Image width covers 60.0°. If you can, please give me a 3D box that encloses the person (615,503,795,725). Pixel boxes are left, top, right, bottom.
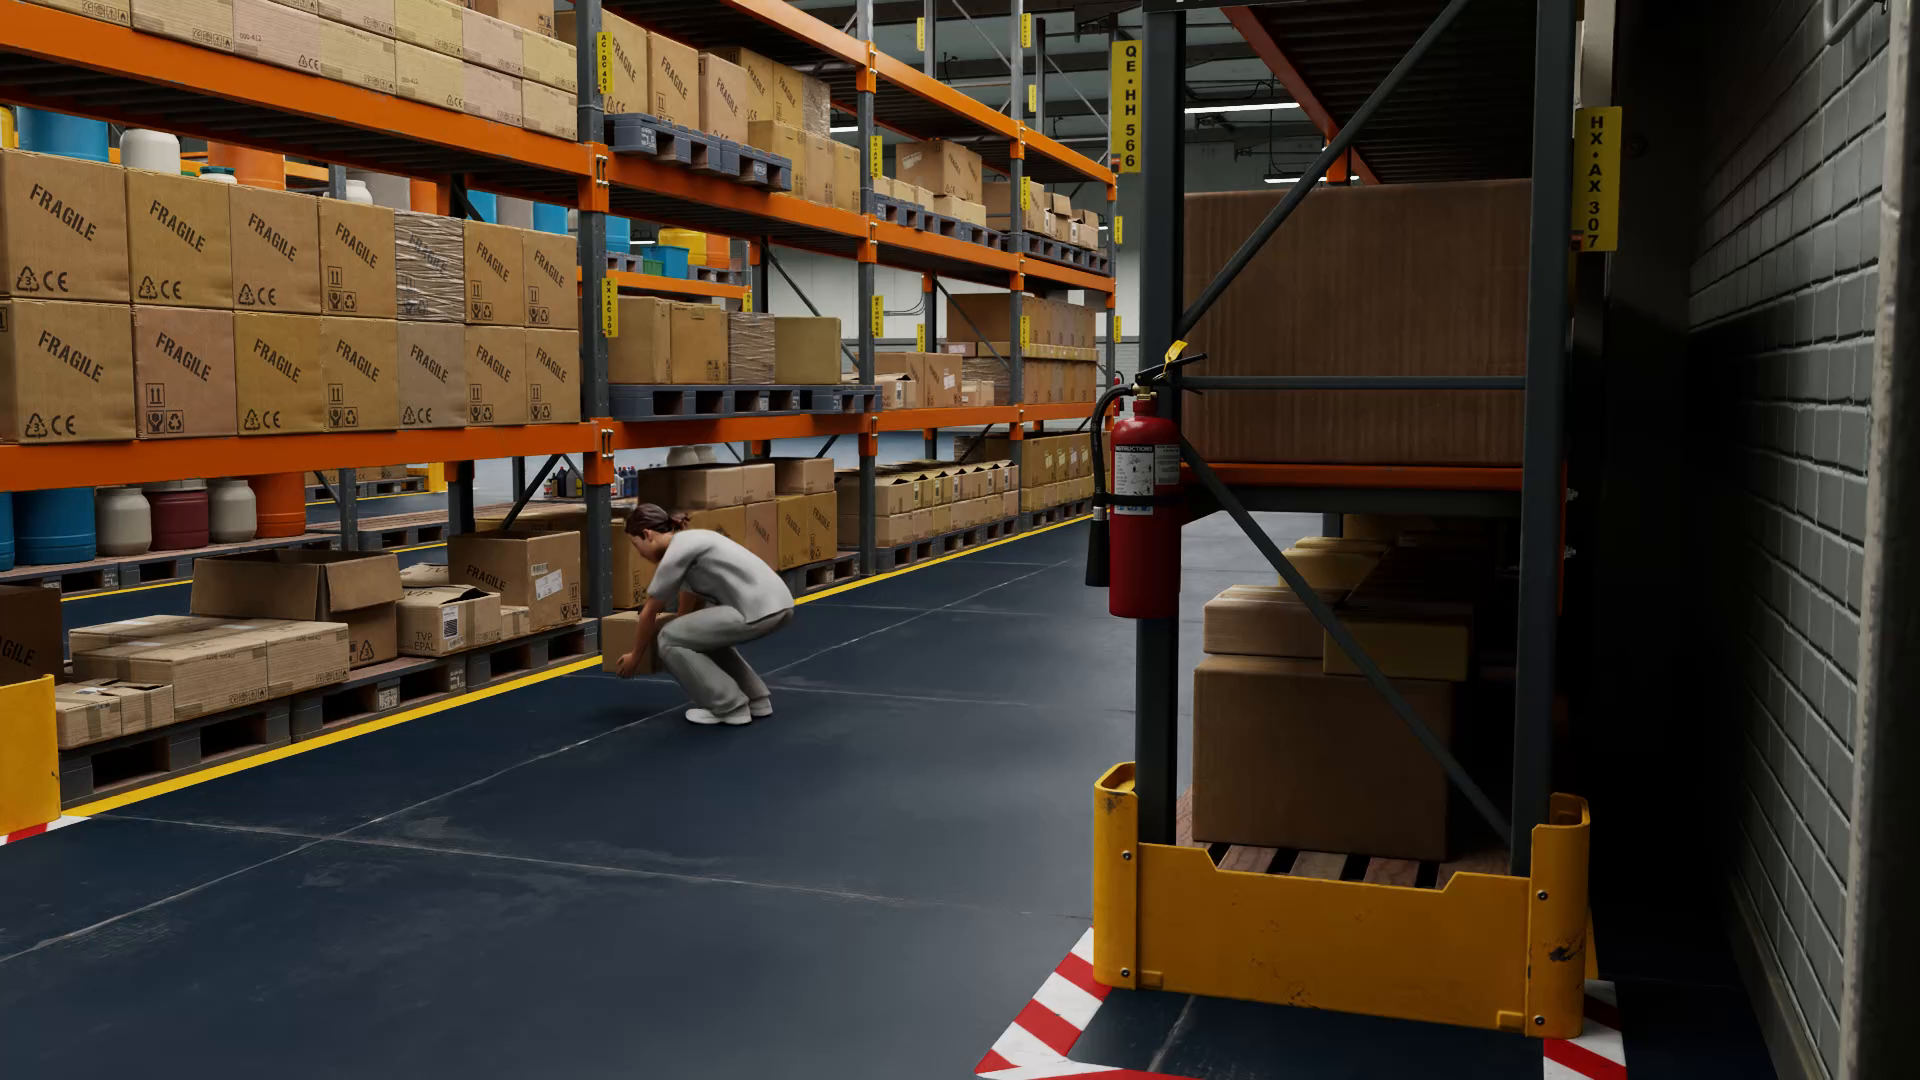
[{"bbox_3d":[-1.148,0.325,7.501,0.790,0.977,0.484,2,6,18],"label":"person"}]
